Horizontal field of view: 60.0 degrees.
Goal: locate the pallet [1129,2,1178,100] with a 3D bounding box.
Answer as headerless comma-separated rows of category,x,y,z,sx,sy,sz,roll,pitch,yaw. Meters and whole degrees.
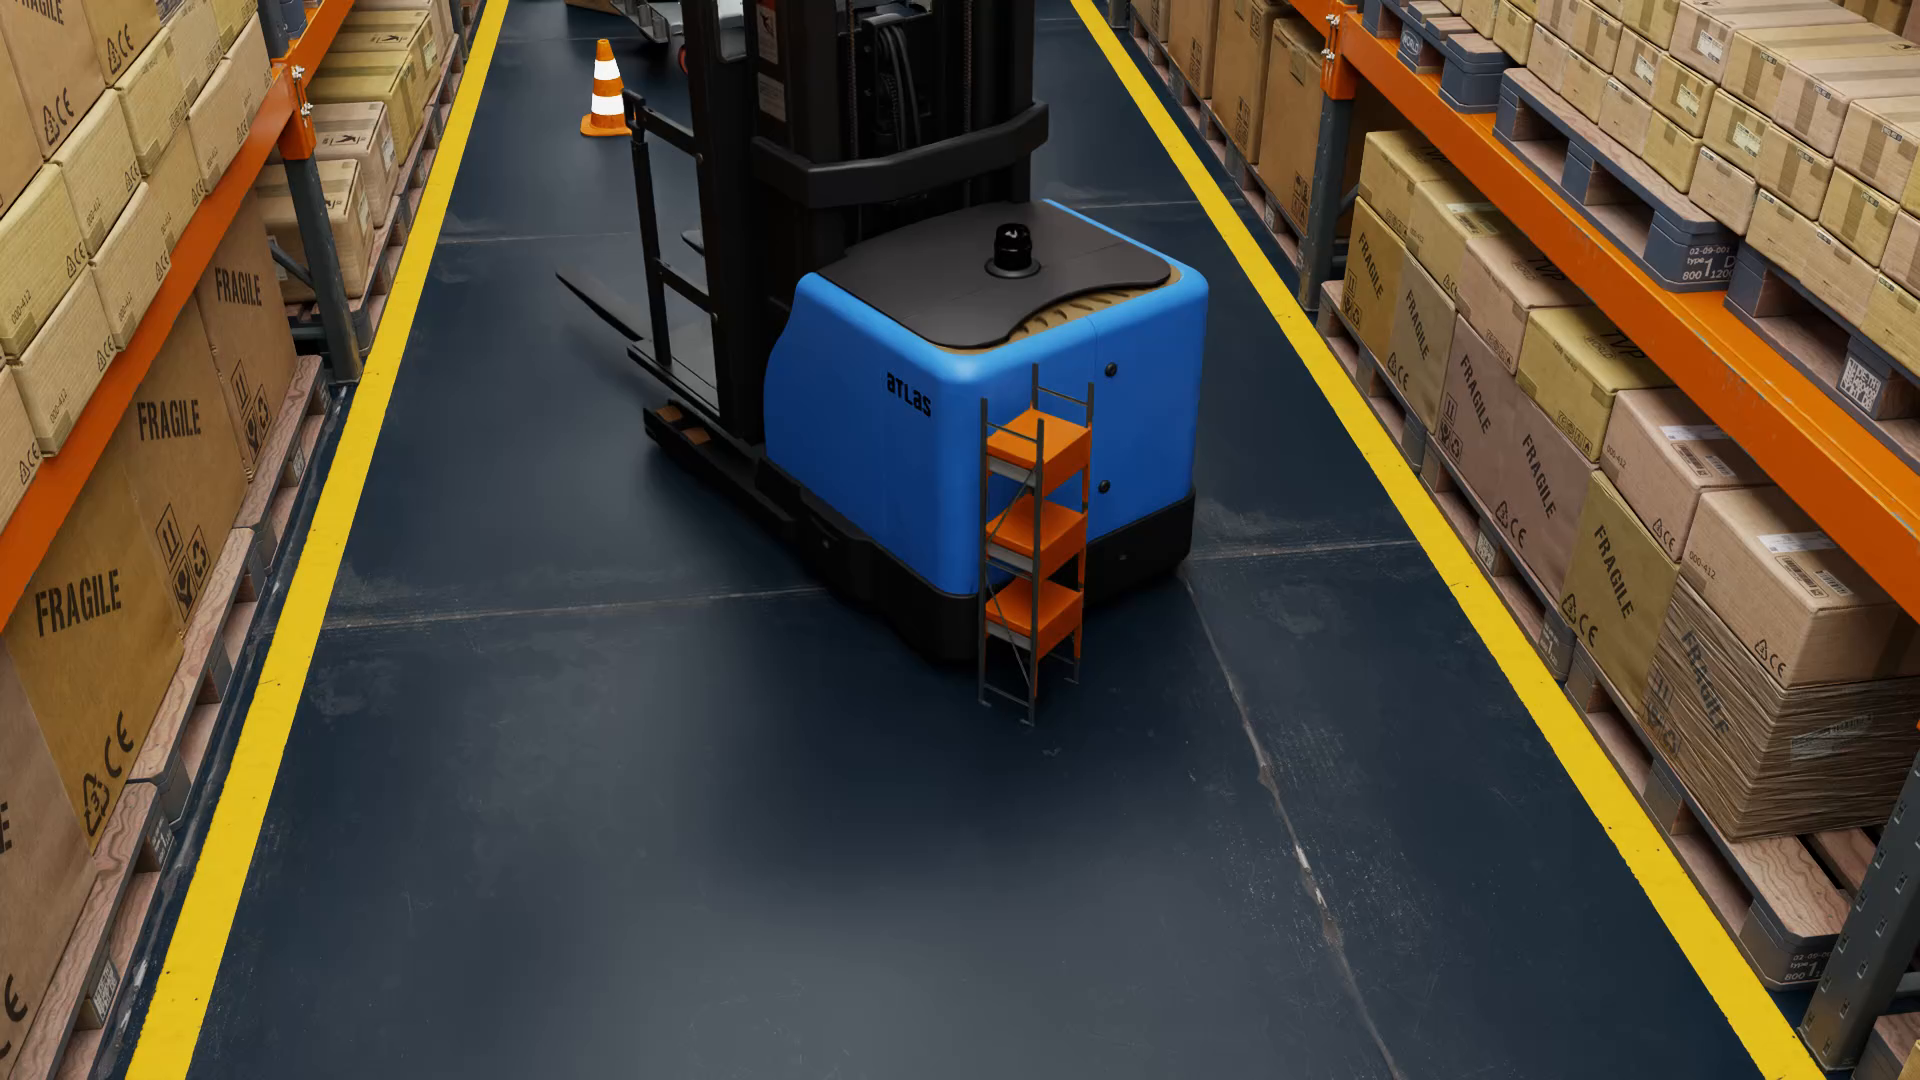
pallet,1.621,-2.944,9.882,1.003,0.211,1.213,-4,35,-6

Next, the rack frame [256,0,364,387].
rack frame,-2.911,-1.857,5.812,1.000,3.000,0.127,-4,35,-6

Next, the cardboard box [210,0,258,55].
cardboard box,-2.594,-1.751,5.345,0.500,0.250,0.500,-4,35,-7

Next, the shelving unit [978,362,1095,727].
shelving unit,0.210,0.031,4.772,0.215,1.050,0.252,23,40,29

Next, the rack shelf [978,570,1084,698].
rack shelf,0.210,0.270,4.934,0.215,0.259,0.240,23,40,29

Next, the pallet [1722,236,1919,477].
pallet,2.560,-0.415,3.865,1.003,0.211,1.213,-4,35,-6

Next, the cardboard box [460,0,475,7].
cardboard box,-3.260,-3.476,10.256,0.500,0.250,0.500,-6,35,-9

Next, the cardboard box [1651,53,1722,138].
cardboard box,2.089,-1.191,4.421,0.380,0.149,0.250,-4,35,-6

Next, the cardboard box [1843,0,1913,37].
cardboard box,2.707,-1.498,4.607,0.380,0.149,0.250,-3,34,-5

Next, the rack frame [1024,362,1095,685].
rack frame,0.283,-0.024,4.853,0.200,1.050,0.008,23,40,29

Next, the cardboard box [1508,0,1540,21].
cardboard box,1.959,-1.756,5.249,0.380,0.149,0.250,-4,35,-6

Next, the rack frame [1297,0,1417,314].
rack frame,1.981,-2.289,6.445,1.000,3.000,0.127,-4,35,-6

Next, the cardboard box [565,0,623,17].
cardboard box,-2.244,-3.758,10.819,0.500,0.500,0.500,20,39,26

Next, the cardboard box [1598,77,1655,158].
cardboard box,2.055,-1.208,4.710,0.380,0.149,0.250,-5,35,-8

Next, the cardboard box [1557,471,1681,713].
cardboard box,2.101,0.123,4.753,0.500,0.500,0.500,-5,35,-8

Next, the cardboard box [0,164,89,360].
cardboard box,-2.292,-0.609,3.669,0.500,0.250,0.500,-4,34,-6

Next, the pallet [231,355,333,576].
pallet,-2.879,-0.259,5.943,1.003,0.211,1.213,-4,35,-6

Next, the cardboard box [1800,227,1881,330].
cardboard box,2.202,-0.617,3.842,0.380,0.149,0.250,-4,35,-7

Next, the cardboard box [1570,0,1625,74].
cardboard box,2.021,-1.478,4.841,0.380,0.149,0.250,-5,35,-7

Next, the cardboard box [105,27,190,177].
cardboard box,-2.432,-1.181,4.508,0.500,0.250,0.500,-5,35,-8

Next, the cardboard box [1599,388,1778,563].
cardboard box,2.112,-0.191,4.548,0.500,0.250,0.500,-3,34,-4

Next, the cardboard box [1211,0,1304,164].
cardboard box,1.867,-2.367,8.184,1.050,0.750,0.750,-4,34,-6

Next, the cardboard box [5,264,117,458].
cardboard box,-2.295,-0.405,3.813,0.500,0.250,0.500,-5,35,-7

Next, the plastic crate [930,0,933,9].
plastic crate,0.121,-3.380,10.492,0.450,0.188,0.662,21,39,12

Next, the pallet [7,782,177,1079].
pallet,-2.551,1.102,3.945,1.003,0.211,1.213,-4,35,-6

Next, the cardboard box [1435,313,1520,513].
cardboard box,1.968,-0.449,5.592,0.500,0.500,0.500,-5,35,-8

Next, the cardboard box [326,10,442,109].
cardboard box,-3.276,-2.484,8.691,0.950,0.372,0.625,-2,34,-3

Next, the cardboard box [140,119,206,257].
cardboard box,-2.449,-0.967,4.638,0.500,0.250,0.500,-5,35,-7

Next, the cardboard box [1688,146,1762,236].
cardboard box,2.126,-0.912,4.274,0.380,0.149,0.250,-6,35,-8

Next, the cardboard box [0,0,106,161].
cardboard box,-2.384,-1.197,3.866,0.500,0.500,0.500,-5,35,-7

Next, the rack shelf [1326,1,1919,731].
rack shelf,2.250,-0.875,5.009,1.077,0.370,4.000,-4,35,-6

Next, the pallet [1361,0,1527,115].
pallet,2.182,-1.820,5.927,1.213,0.211,1.003,-4,35,-6

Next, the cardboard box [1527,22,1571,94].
cardboard box,1.990,-1.494,5.129,0.380,0.149,0.250,-3,34,-5

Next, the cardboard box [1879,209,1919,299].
cardboard box,2.233,-0.603,3.557,0.380,0.149,0.250,-4,34,-6

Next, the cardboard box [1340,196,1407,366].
cardboard box,1.823,-1.015,6.423,0.500,0.500,0.500,-6,35,-8

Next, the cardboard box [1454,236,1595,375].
cardboard box,1.956,-0.776,5.406,0.500,0.250,0.500,-4,34,-6

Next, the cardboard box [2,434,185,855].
cardboard box,-2.665,0.236,4.254,0.875,0.875,0.875,-3,34,-5

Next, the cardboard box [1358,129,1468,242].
cardboard box,1.834,-1.336,6.228,0.500,0.250,0.500,-6,35,-9

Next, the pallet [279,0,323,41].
pallet,-3.112,-2.168,6.437,1.213,0.211,1.003,-4,35,-6

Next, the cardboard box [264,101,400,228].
cardboard box,-3.084,-1.672,7.501,0.950,0.372,0.625,-5,35,-7

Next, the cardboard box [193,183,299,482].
cardboard box,-2.900,-0.761,5.717,0.875,0.875,0.875,-5,35,-7

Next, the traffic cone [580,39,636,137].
traffic cone,-1.895,-2.455,8.942,0.336,0.463,0.334,-4,35,-6

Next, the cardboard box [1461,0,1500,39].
cardboard box,1.914,-1.793,5.568,0.380,0.149,0.250,-3,34,-4

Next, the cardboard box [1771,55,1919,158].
cardboard box,2.166,-1.022,3.908,0.380,0.149,0.250,-4,35,-7

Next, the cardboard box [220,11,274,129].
cardboard box,-2.585,-1.533,5.469,0.500,0.250,0.500,-6,35,-8

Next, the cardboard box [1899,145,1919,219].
cardboard box,2.234,-0.731,3.481,0.380,0.149,0.250,-5,35,-8

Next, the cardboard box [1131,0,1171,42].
cardboard box,1.615,-3.425,9.737,1.050,0.750,0.750,-5,35,-7

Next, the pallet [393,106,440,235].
pallet,-3.175,-1.820,8.234,1.003,0.211,1.213,-4,35,-6

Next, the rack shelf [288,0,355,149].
rack shelf,-3.180,-2.676,7.652,1.077,0.370,4.000,-4,35,-6

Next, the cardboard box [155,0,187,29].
cardboard box,-2.505,-1.757,4.688,0.500,0.500,0.500,-4,34,-6

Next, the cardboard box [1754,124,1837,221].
cardboard box,2.161,-0.894,3.984,0.380,0.149,0.250,-5,35,-8

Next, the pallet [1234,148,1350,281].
pallet,1.949,-1.582,7.884,1.003,0.211,1.213,-4,35,-6

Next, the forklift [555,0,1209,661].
forklift,-0.525,-1.613,5.514,1.130,2.935,3.031,-24,41,-30

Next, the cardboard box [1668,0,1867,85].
cardboard box,2.097,-1.309,4.328,0.380,0.149,0.250,-6,35,-9

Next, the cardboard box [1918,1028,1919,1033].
cardboard box,2.250,1.052,3.438,0.380,0.149,0.250,-3,34,-4

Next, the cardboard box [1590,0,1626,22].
cardboard box,2.029,-1.598,4.754,0.380,0.149,0.250,-3,34,-5

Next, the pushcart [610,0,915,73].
pushcart,-1.196,-3.206,10.120,1.648,0.377,0.936,-16,38,-23

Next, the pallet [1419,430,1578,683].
pallet,2.245,-0.021,5.593,1.003,0.211,1.213,-4,35,-6
